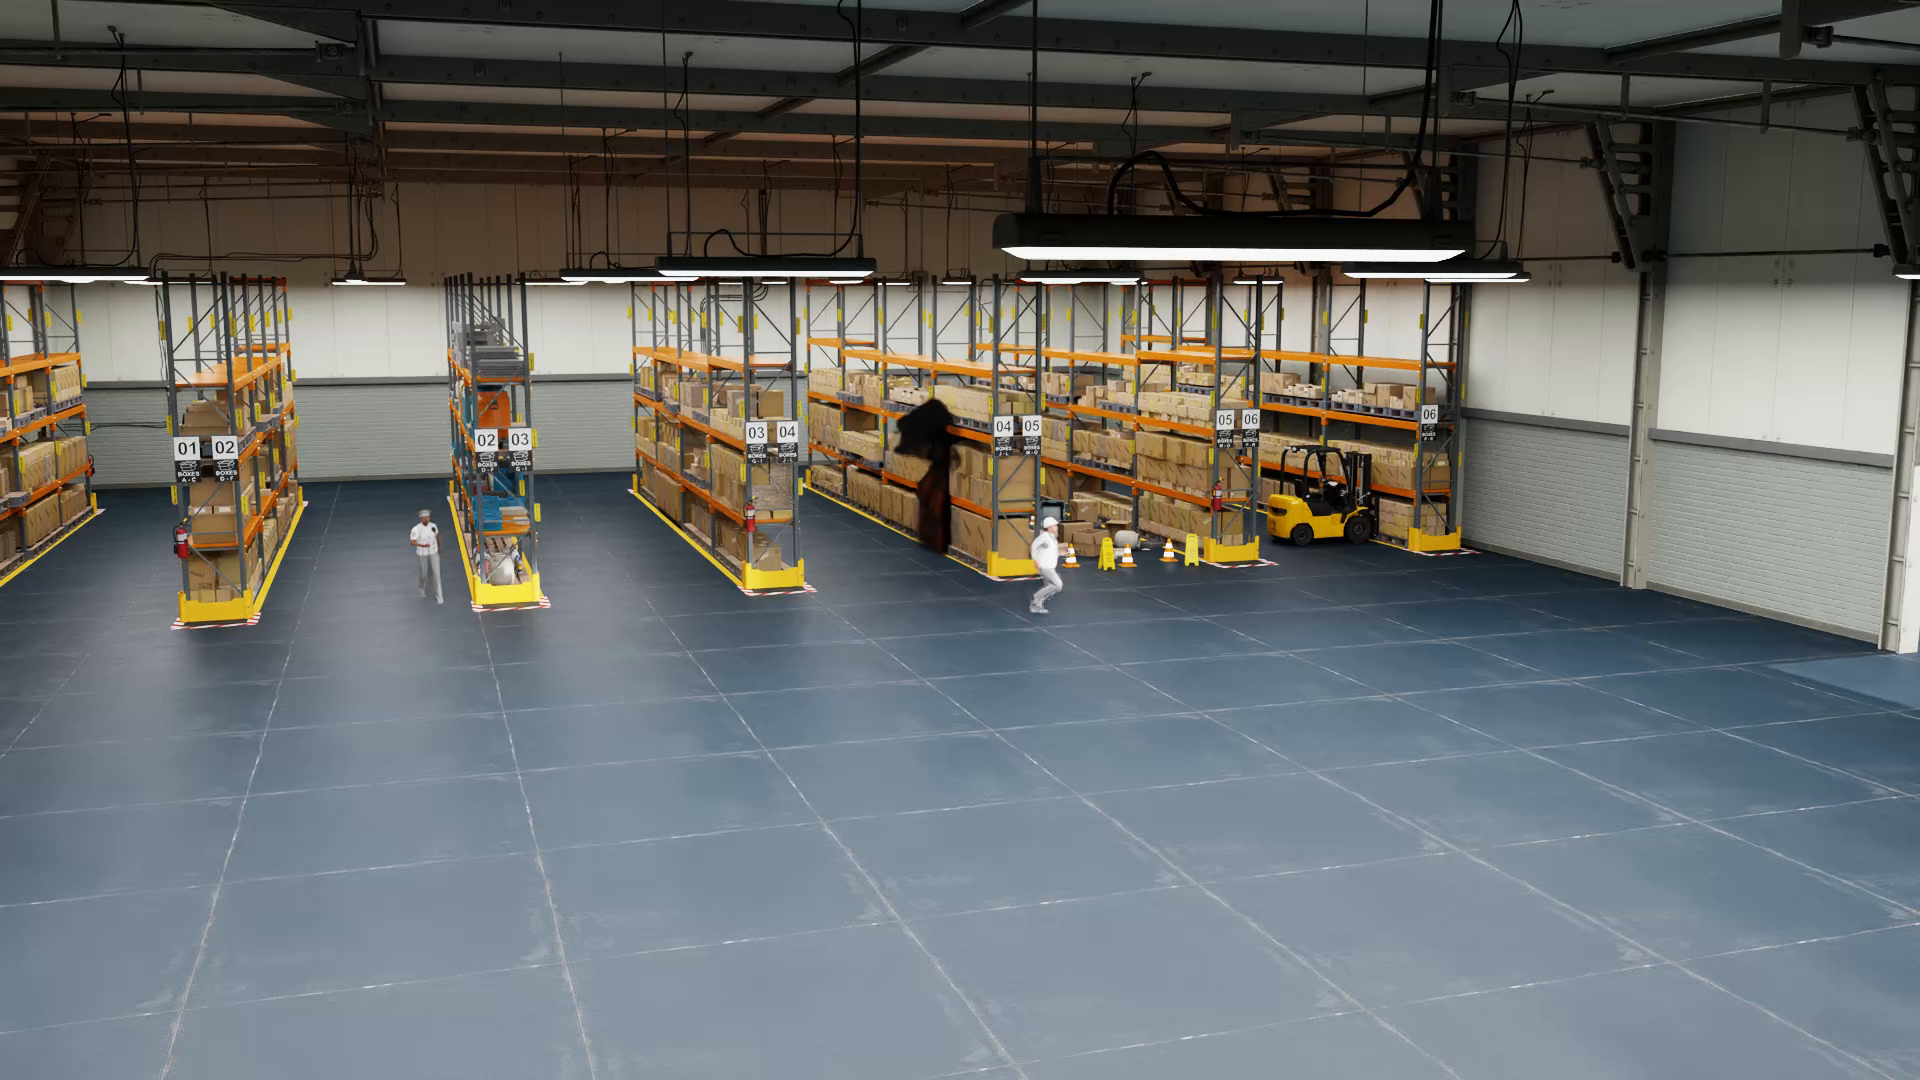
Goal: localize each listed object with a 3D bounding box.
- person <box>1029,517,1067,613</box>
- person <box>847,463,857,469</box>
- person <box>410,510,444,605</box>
[{"bbox_3d":[1.563,0.453,29.310,0.670,1.707,0.647,3,9,18],"label":"person"},{"bbox_3d":[-3.373,-2.639,49.709,0.947,1.741,0.571,4,9,23],"label":"person"},{"bbox_3d":[-9.811,0.286,30.575,0.582,1.731,0.871,-5,10,-30],"label":"person"}]
